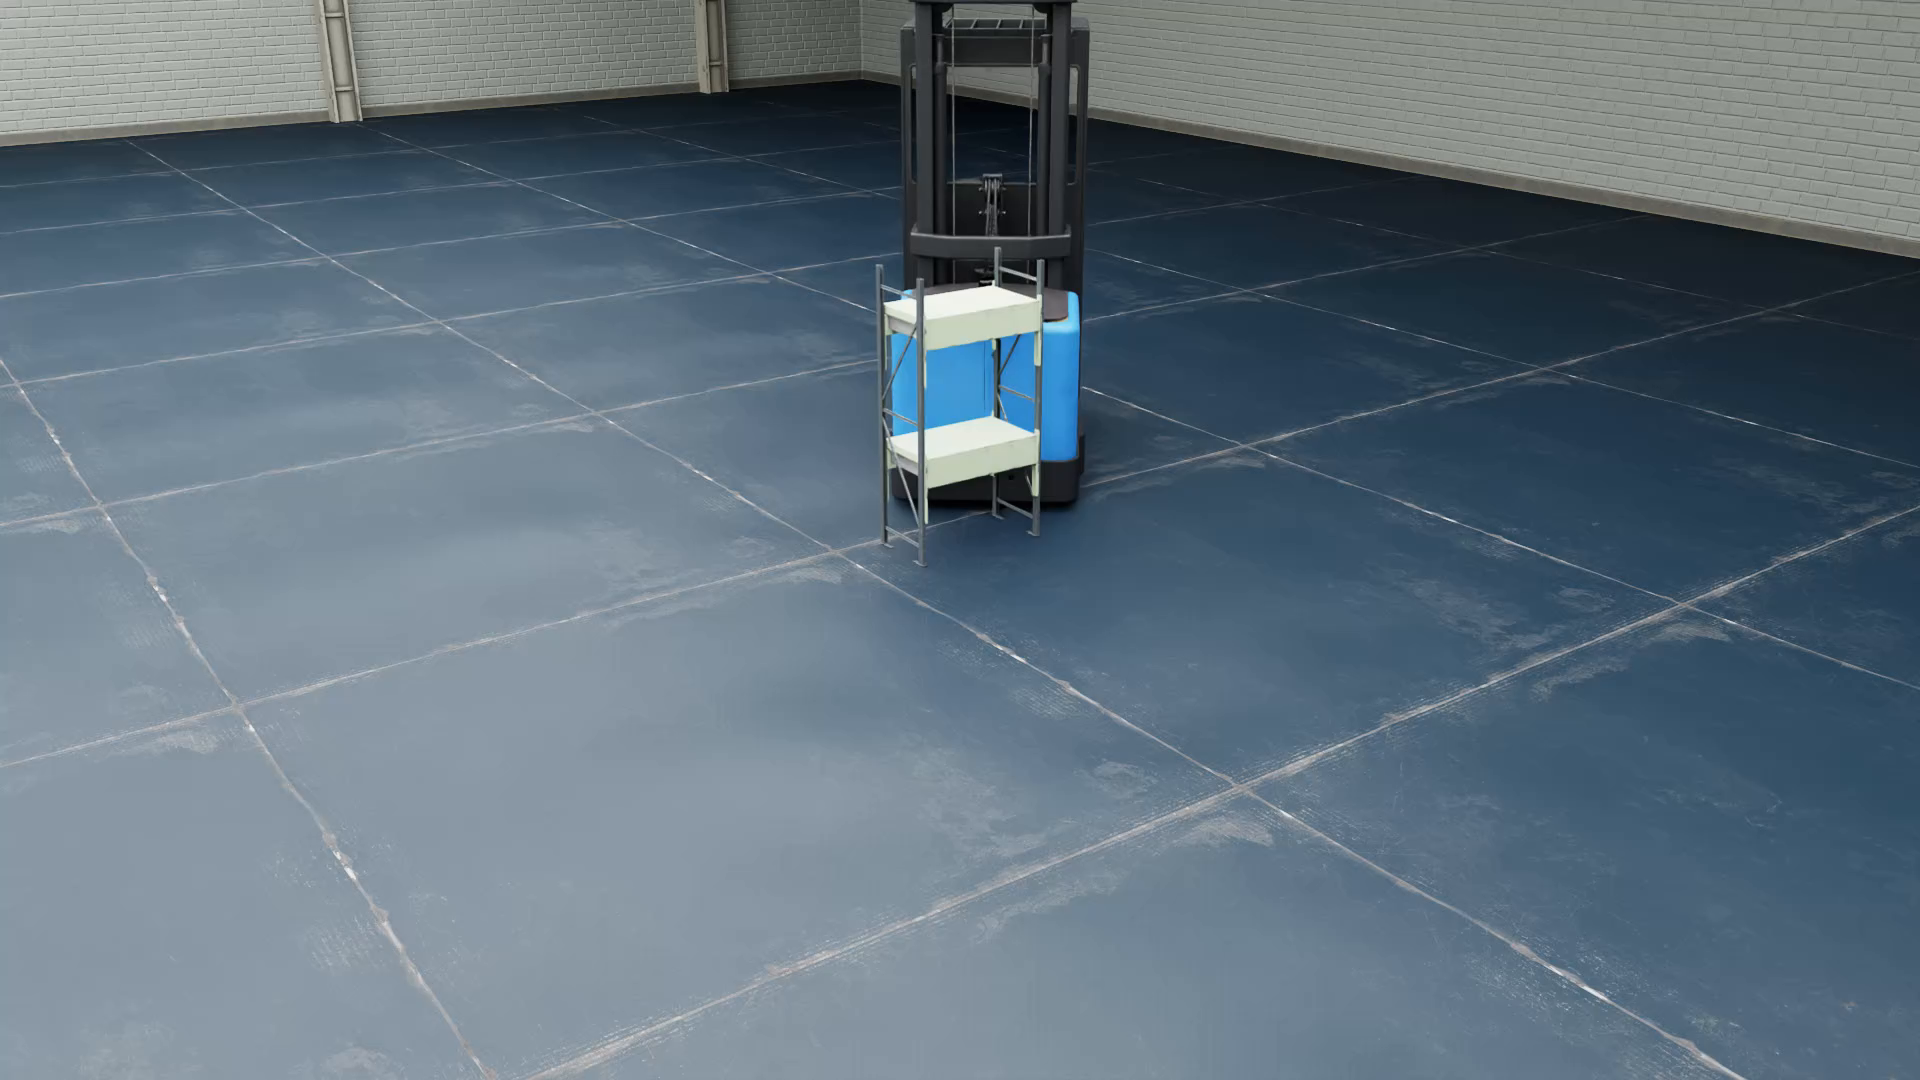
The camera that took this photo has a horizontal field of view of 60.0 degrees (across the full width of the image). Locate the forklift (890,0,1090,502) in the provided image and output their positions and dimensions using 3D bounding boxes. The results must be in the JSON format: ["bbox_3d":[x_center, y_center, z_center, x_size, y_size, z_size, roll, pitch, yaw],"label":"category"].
[{"bbox_3d":[0.214,-2.073,10.136,1.130,2.935,3.031,1,22,3],"label":"forklift"}]

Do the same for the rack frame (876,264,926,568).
[{"bbox_3d":[-0.297,-0.616,8.416,0.023,1.500,0.400,-14,26,-32],"label":"rack frame"}]

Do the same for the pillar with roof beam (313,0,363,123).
[{"bbox_3d":[-6.411,-8.984,19.268,0.400,9.000,9.100,-15,26,-33],"label":"pillar with roof beam"}]

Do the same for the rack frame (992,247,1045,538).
[{"bbox_3d":[0.304,-0.771,8.804,0.023,1.500,0.400,-14,26,-32],"label":"rack frame"}]

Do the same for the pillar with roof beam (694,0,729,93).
[{"bbox_3d":[-1.541,-10.282,22.523,0.400,9.000,9.100,-15,26,-33],"label":"pillar with roof beam"}]

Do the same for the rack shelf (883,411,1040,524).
[{"bbox_3d":[0.003,-0.391,8.731,0.720,0.370,0.431,-14,26,-32],"label":"rack shelf"}]

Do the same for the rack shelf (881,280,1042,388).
[{"bbox_3d":[0.003,-1.056,8.466,0.720,0.370,0.431,-14,26,-32],"label":"rack shelf"}]

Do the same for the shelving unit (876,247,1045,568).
[{"bbox_3d":[0.003,-0.693,8.610,0.755,1.500,0.431,-14,26,-32],"label":"shelving unit"}]
